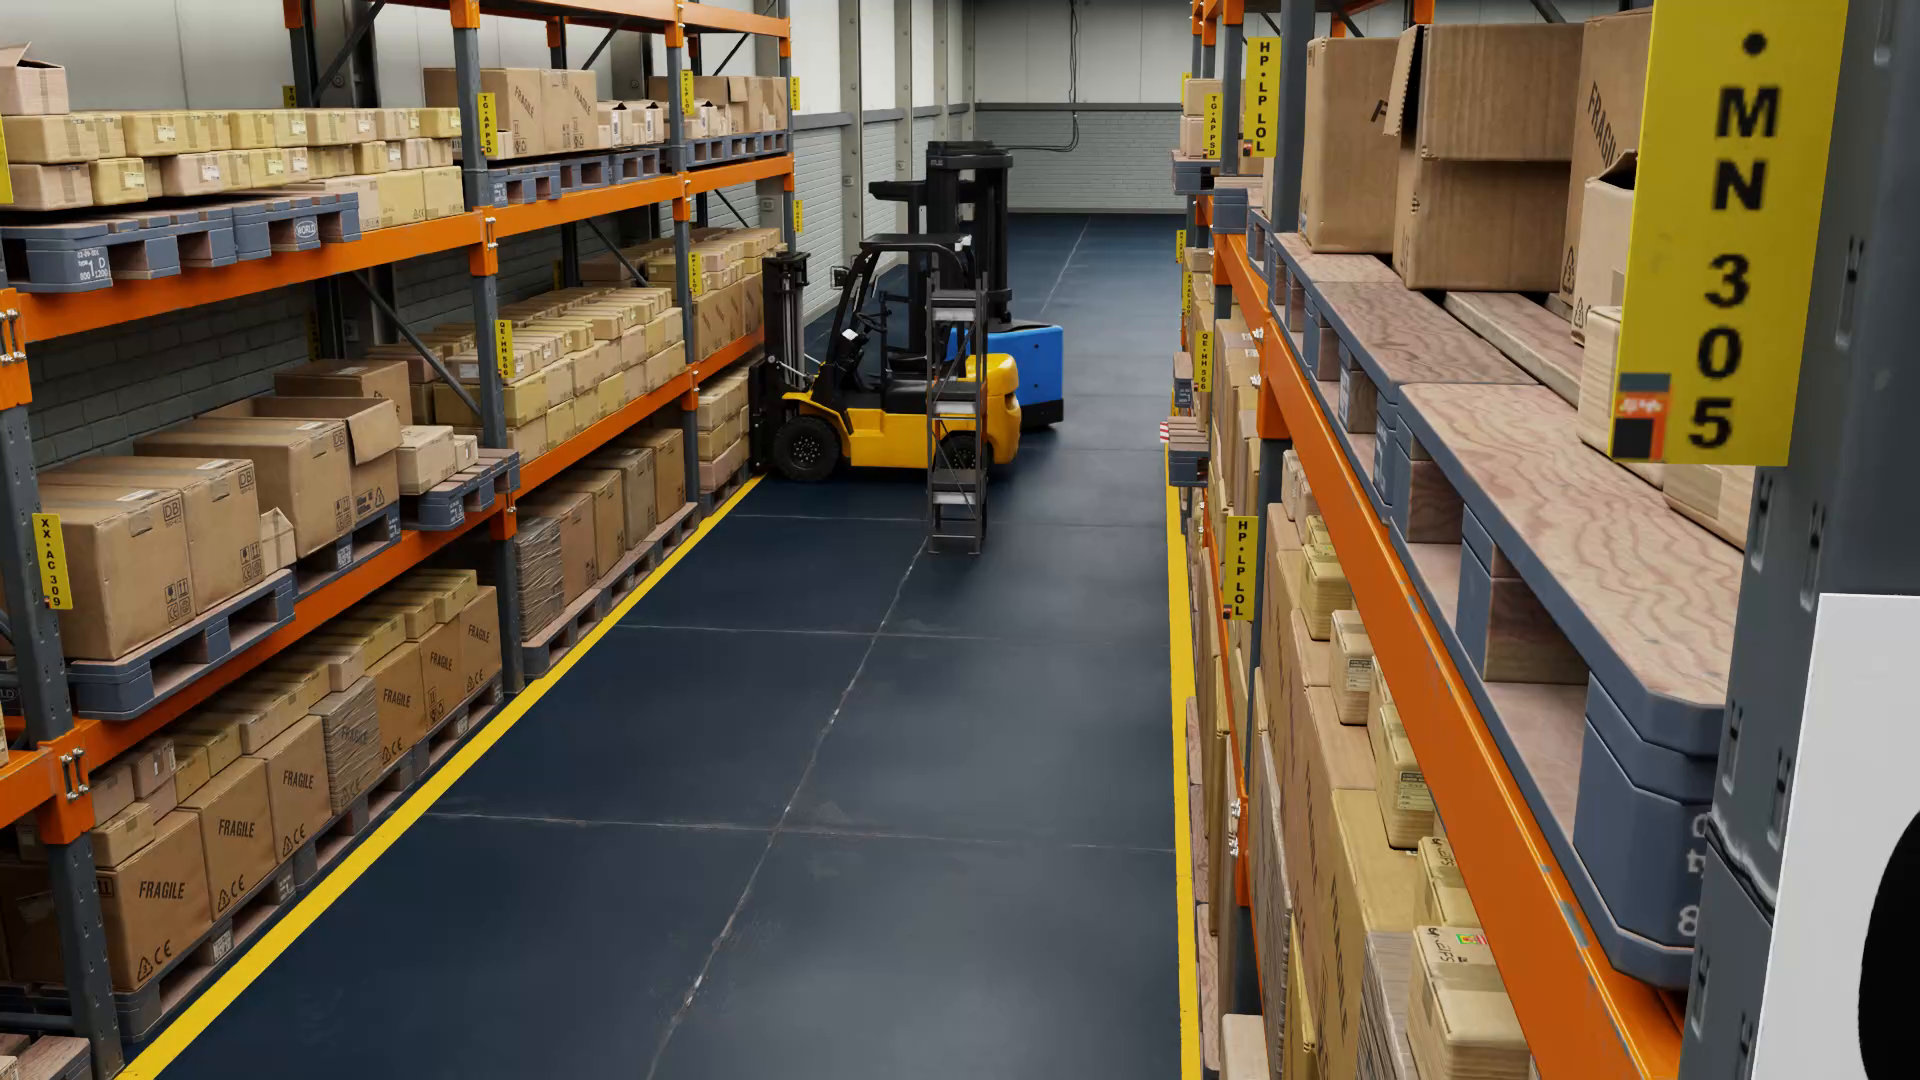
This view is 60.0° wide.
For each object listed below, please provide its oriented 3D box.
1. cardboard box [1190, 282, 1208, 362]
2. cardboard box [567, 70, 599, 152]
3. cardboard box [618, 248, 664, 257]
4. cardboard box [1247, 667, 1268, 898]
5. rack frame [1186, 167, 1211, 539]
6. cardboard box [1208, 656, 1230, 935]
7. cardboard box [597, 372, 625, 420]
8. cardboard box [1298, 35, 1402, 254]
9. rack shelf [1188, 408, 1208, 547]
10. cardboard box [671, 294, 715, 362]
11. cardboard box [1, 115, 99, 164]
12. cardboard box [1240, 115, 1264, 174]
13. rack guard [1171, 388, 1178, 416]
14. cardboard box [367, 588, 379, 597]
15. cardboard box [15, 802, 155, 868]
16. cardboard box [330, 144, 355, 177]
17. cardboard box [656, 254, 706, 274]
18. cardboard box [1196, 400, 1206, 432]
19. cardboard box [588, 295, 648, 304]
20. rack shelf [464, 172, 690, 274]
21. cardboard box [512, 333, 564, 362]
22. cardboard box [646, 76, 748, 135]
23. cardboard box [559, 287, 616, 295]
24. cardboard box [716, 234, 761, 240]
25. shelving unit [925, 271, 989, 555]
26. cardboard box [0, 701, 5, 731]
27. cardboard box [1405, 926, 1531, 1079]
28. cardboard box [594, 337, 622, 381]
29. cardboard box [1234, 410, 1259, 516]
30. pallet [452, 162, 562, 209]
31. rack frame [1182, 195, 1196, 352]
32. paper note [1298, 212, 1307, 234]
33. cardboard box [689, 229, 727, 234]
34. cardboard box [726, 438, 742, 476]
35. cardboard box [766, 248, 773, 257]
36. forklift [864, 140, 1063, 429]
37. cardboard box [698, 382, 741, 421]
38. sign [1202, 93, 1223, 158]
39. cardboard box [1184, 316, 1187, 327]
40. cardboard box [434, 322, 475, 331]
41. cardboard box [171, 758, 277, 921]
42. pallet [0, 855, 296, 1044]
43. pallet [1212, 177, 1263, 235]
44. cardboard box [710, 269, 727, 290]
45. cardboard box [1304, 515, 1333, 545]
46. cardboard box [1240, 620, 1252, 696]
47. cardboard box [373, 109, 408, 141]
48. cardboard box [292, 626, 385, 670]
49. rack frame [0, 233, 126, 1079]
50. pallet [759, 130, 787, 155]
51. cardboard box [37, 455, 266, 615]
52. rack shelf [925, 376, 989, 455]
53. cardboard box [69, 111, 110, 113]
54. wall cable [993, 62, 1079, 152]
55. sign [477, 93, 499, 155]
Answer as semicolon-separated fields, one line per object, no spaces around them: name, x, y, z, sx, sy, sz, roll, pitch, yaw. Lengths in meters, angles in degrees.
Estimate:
cardboard box;1.831;-1.478;11.314;0.500;0.500;0.500;2;15;6
cardboard box;-2.651;-2.754;10.665;0.500;0.500;0.500;2;15;8
cardboard box;-2.801;-2.462;14.517;0.380;0.149;0.250;1;15;5
cardboard box;1.078;0.687;4.685;0.500;0.500;0.500;2;15;8
rack frame;2.294;-1.454;12.793;1.000;3.000;0.127;2;15;6
cardboard box;1.476;1.046;6.813;0.875;0.875;0.875;2;15;8
cardboard box;-2.624;-0.996;11.386;0.500;0.250;0.500;2;15;8
cardboard box;1.116;-0.980;4.106;0.500;0.500;0.500;2;15;7
rack shelf;2.069;-0.588;10.968;1.077;0.370;4.000;2;15;6
cardboard box;-2.329;-1.755;13.714;0.500;0.500;0.500;1;15;5
cardboard box;-3.071;-1.310;5.430;0.380;0.149;0.250;2;15;8
cardboard box;1.960;-2.158;9.459;0.700;0.500;0.500;2;15;6
rack guard;2.737;-1.265;16.883;1.175;0.500;0.348;2;15;6
cardboard box;-3.458;0.255;9.214;0.380;0.149;0.250;2;15;9
cardboard box;-3.236;1.081;6.158;0.380;0.149;0.250;2;15;9
cardboard box;-3.056;-1.768;7.730;0.380;0.149;0.250;2;15;7
cardboard box;-2.348;-2.315;13.973;0.380;0.149;0.250;1;15;5
cardboard box;1.588;-0.728;9.786;0.380;0.149;0.250;2;15;6
cardboard box;-2.547;-1.736;12.402;0.380;0.149;0.250;2;15;6
rack shelf;-2.864;-2.181;11.114;1.077;0.370;4.000;2;15;6
cardboard box;-2.712;-1.202;10.427;0.380;0.149;0.250;2;15;7
cardboard box;-2.314;-3.850;14.714;0.797;0.503;0.637;2;15;8
cardboard box;-2.891;-1.876;12.918;0.380;0.149;0.250;1;15;5
cardboard box;-2.119;-2.847;15.939;0.380;0.149;0.250;2;15;7
shelving unit;-0.019;-0.971;12.729;0.431;2.100;0.503;2;15;6
cardboard box;-3.356;0.544;5.122;0.500;0.250;0.500;2;15;8
cardboard box;0.732;0.579;1.923;0.380;0.149;0.250;2;15;6
cardboard box;-2.630;-1.237;11.319;0.500;0.250;0.500;2;15;7
cardboard box;1.243;-0.168;5.929;0.500;0.500;0.500;2;15;7
pallet;-3.102;-2.097;9.787;1.213;0.211;1.003;2;15;9
rack frame;2.746;-2.491;16.629;1.000;3.000;0.127;2;15;6
paper note;0.599;-0.556;2.914;0.006;0.032;0.123;2;15;6
cardboard box;-2.529;-2.994;16.483;0.380;0.149;0.250;2;15;8
cardboard box;-2.213;-0.722;14.551;0.500;0.250;0.500;1;15;5
cardboard box;-2.037;-2.767;16.215;0.380;0.149;0.250;2;15;7
forklift;-0.282;-2.805;17.921;1.130;2.935;3.031;-14;20;-41
cardboard box;-2.204;-1.206;14.423;0.500;0.250;0.500;2;15;6
sign;1.304;-2.131;8.558;0.100;0.325;0.005;2;15;6
cardboard box;2.302;-2.091;15.631;0.380;0.149;0.250;2;15;7
cardboard box;-3.235;-1.348;10.968;0.380;0.149;0.250;1;15;5
cardboard box;-3.212;1.222;6.879;0.500;0.500;0.500;1;15;6
pallet;-3.487;1.610;6.805;1.003;0.211;1.213;2;15;6
pallet;1.823;-1.605;7.966;1.213;0.211;1.003;2;15;9
cardboard box;-2.210;-2.233;14.239;0.380;0.149;0.250;2;15;7
cardboard box;1.009;0.048;3.888;0.380;0.149;0.250;2;15;6
cardboard box;1.200;0.330;5.523;0.500;0.250;0.500;2;15;6
cardboard box;-2.949;-2.040;8.167;0.380;0.149;0.250;1;15;4
cardboard box;-3.070;0.535;8.178;0.380;0.149;0.250;1;15;5
rack frame;-3.541;0.476;5.656;1.000;3.000;0.127;2;15;6
pallet;-2.292;-3.859;16.111;1.003;0.211;1.213;2;15;6
cardboard box;-3.206;-0.029;6.525;0.700;0.500;0.500;2;15;7
rack shelf;-0.019;-0.957;12.733;0.431;0.518;0.480;2;15;6
cardboard box;-3.503;-1.594;6.479;0.380;0.149;0.250;1;15;5
wall cable;1.871;-12.386;47.676;3.097;2.526;0.112;2;15;6
sign;-2.551;-2.243;8.973;0.100;0.325;0.005;2;15;6
